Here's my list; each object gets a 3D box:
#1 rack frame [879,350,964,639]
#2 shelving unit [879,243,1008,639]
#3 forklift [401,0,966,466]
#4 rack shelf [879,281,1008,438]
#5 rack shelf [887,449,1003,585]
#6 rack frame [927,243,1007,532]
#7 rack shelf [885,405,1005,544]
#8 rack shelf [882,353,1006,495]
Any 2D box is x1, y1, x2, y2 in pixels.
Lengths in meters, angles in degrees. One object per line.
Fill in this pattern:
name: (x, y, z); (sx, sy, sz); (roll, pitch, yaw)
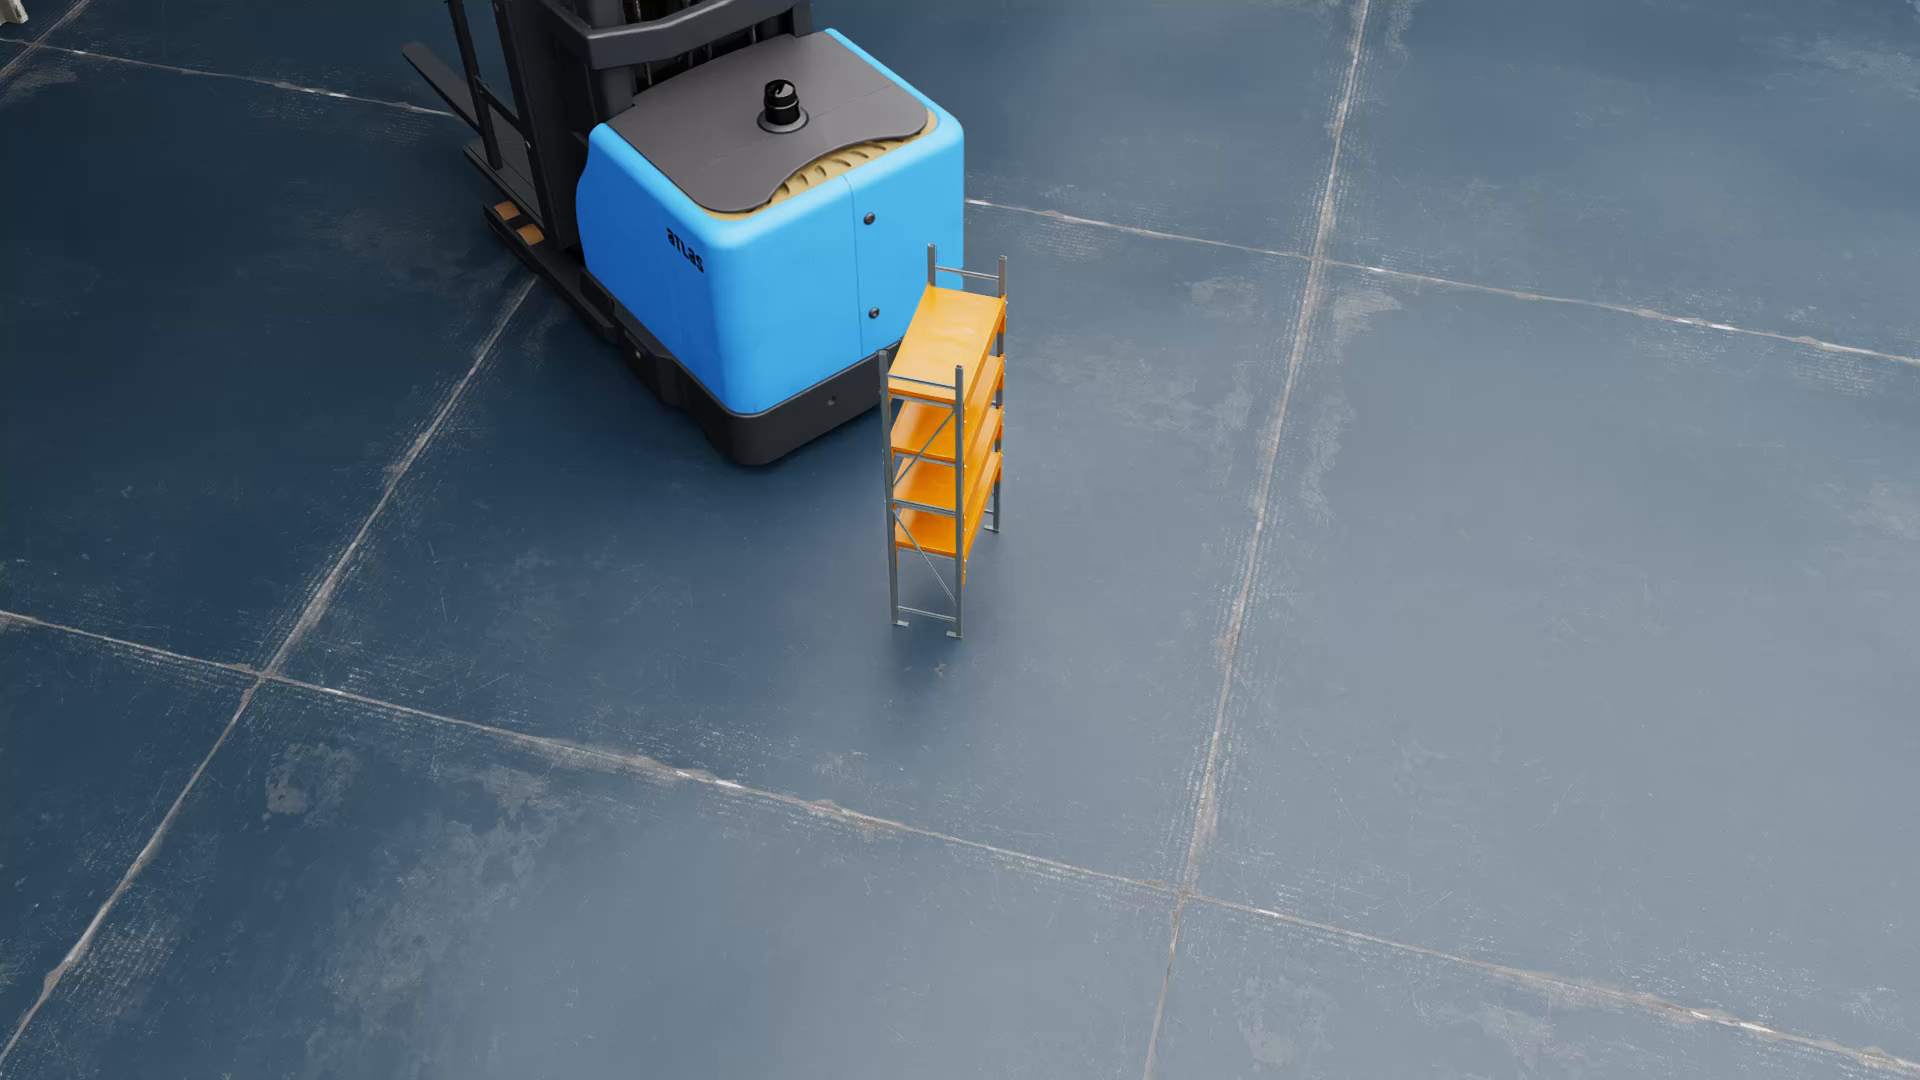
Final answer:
rack frame: (-0.108, -0.101, 5.039); (0.240, 1.200, 0.015); (12, 50, 10)
shelving unit: (-0.044, -0.277, 5.194); (0.258, 1.200, 0.503); (12, 50, 10)
forklift: (-1.281, -2.285, 5.812); (1.130, 2.935, 3.031); (-31, 55, -24)
rack shelf: (-0.044, -0.537, 4.900); (0.258, 0.148, 0.480); (12, 50, 10)
rack shelf: (-0.044, -0.101, 5.394); (0.258, 0.148, 0.480); (12, 50, 10)
rack frame: (0.021, -0.454, 5.350); (0.240, 1.200, 0.015); (12, 50, 10)
rack shelf: (-0.044, -0.233, 5.245); (0.258, 0.148, 0.480); (12, 50, 10)
rack shelf: (-0.044, -0.381, 5.077); (0.258, 0.148, 0.480); (12, 50, 10)
